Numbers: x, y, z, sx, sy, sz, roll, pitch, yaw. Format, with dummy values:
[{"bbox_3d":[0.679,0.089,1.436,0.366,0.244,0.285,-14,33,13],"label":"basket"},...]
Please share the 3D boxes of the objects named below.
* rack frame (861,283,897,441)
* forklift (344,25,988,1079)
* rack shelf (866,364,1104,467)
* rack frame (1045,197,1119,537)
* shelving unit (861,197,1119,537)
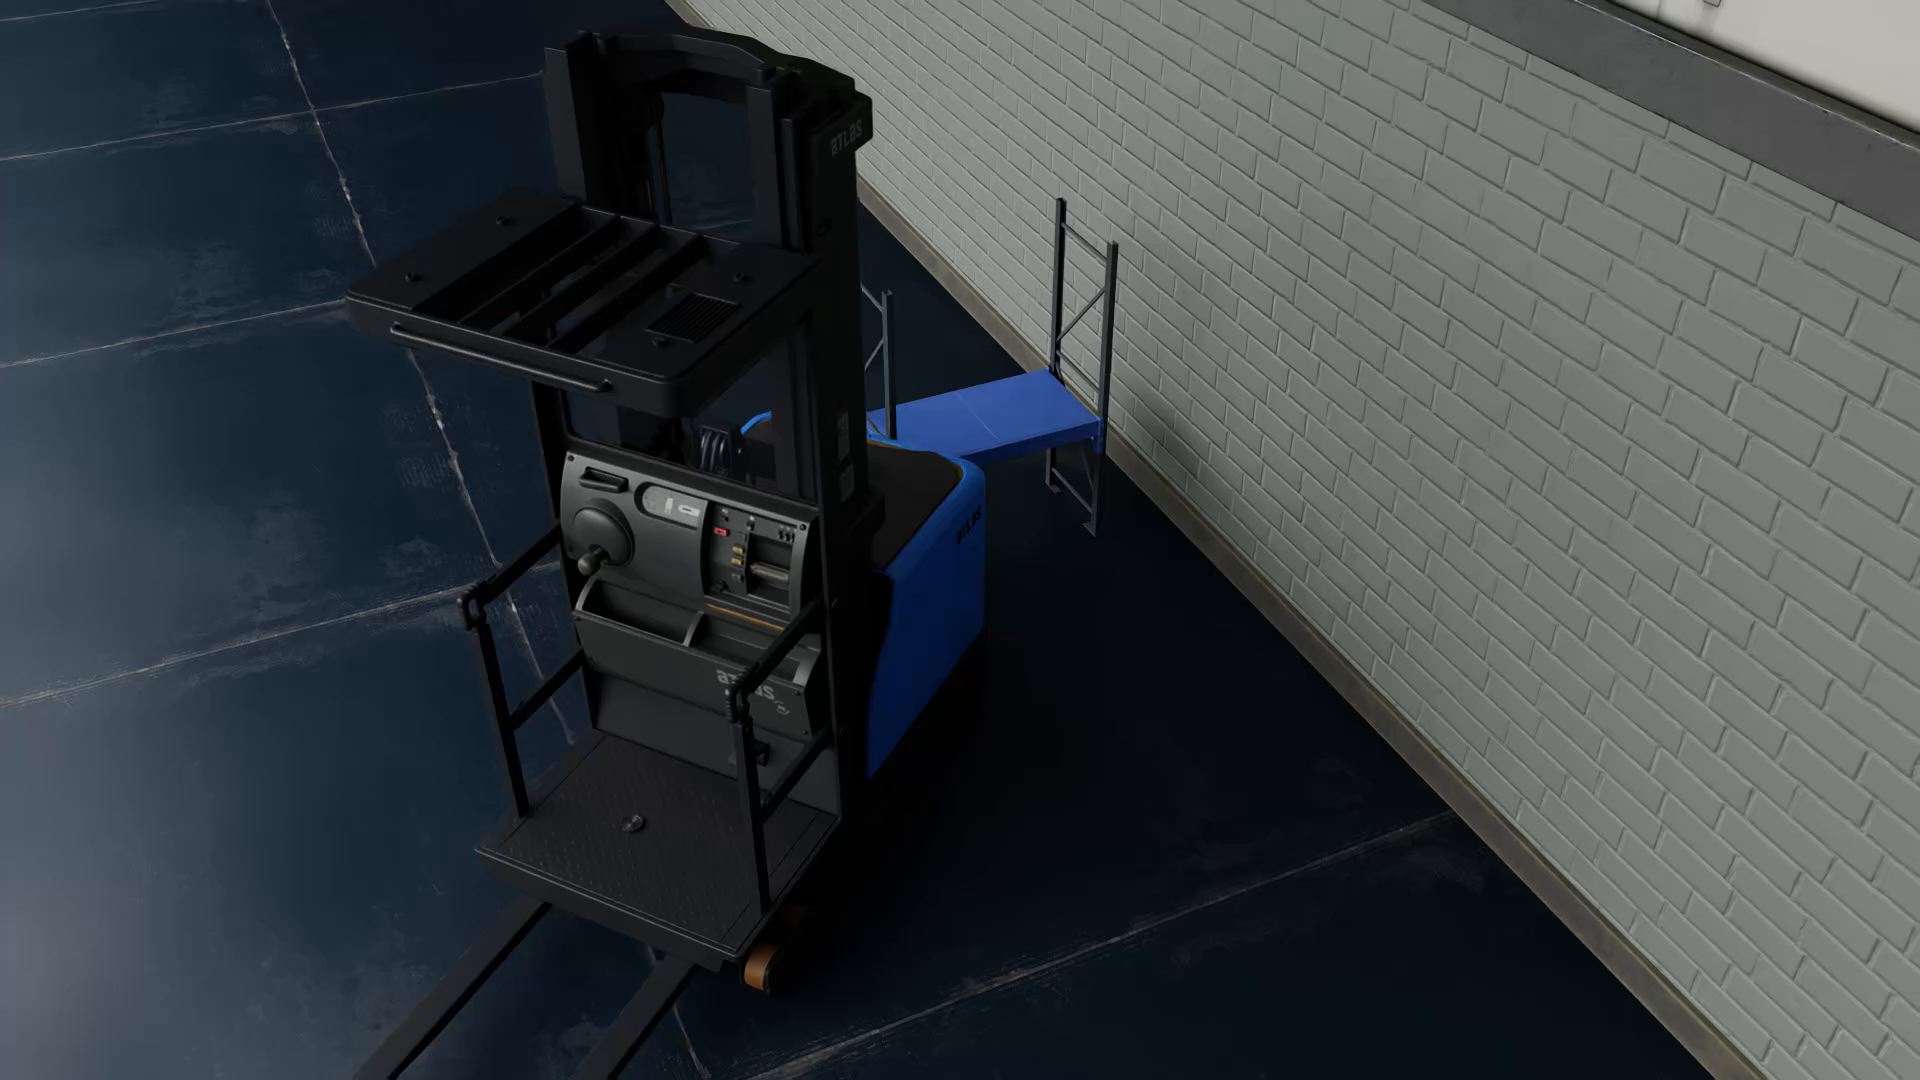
[{"bbox_3d":[-0.383,-0.495,7.159,0.032,1.500,0.500,-16,39,-20],"label":"rack frame"},{"bbox_3d":[-0.986,0.057,5.212,1.130,2.935,3.031,16,40,21],"label":"forklift"},{"bbox_3d":[0.077,-0.480,7.439,1.000,0.185,0.538,-16,39,-20],"label":"rack shelf"},{"bbox_3d":[0.537,-0.753,7.506,0.032,1.500,0.500,-16,39,-20],"label":"rack frame"},{"bbox_3d":[0.077,-0.624,7.332,1.048,1.500,0.538,-16,39,-20],"label":"shelving unit"}]
